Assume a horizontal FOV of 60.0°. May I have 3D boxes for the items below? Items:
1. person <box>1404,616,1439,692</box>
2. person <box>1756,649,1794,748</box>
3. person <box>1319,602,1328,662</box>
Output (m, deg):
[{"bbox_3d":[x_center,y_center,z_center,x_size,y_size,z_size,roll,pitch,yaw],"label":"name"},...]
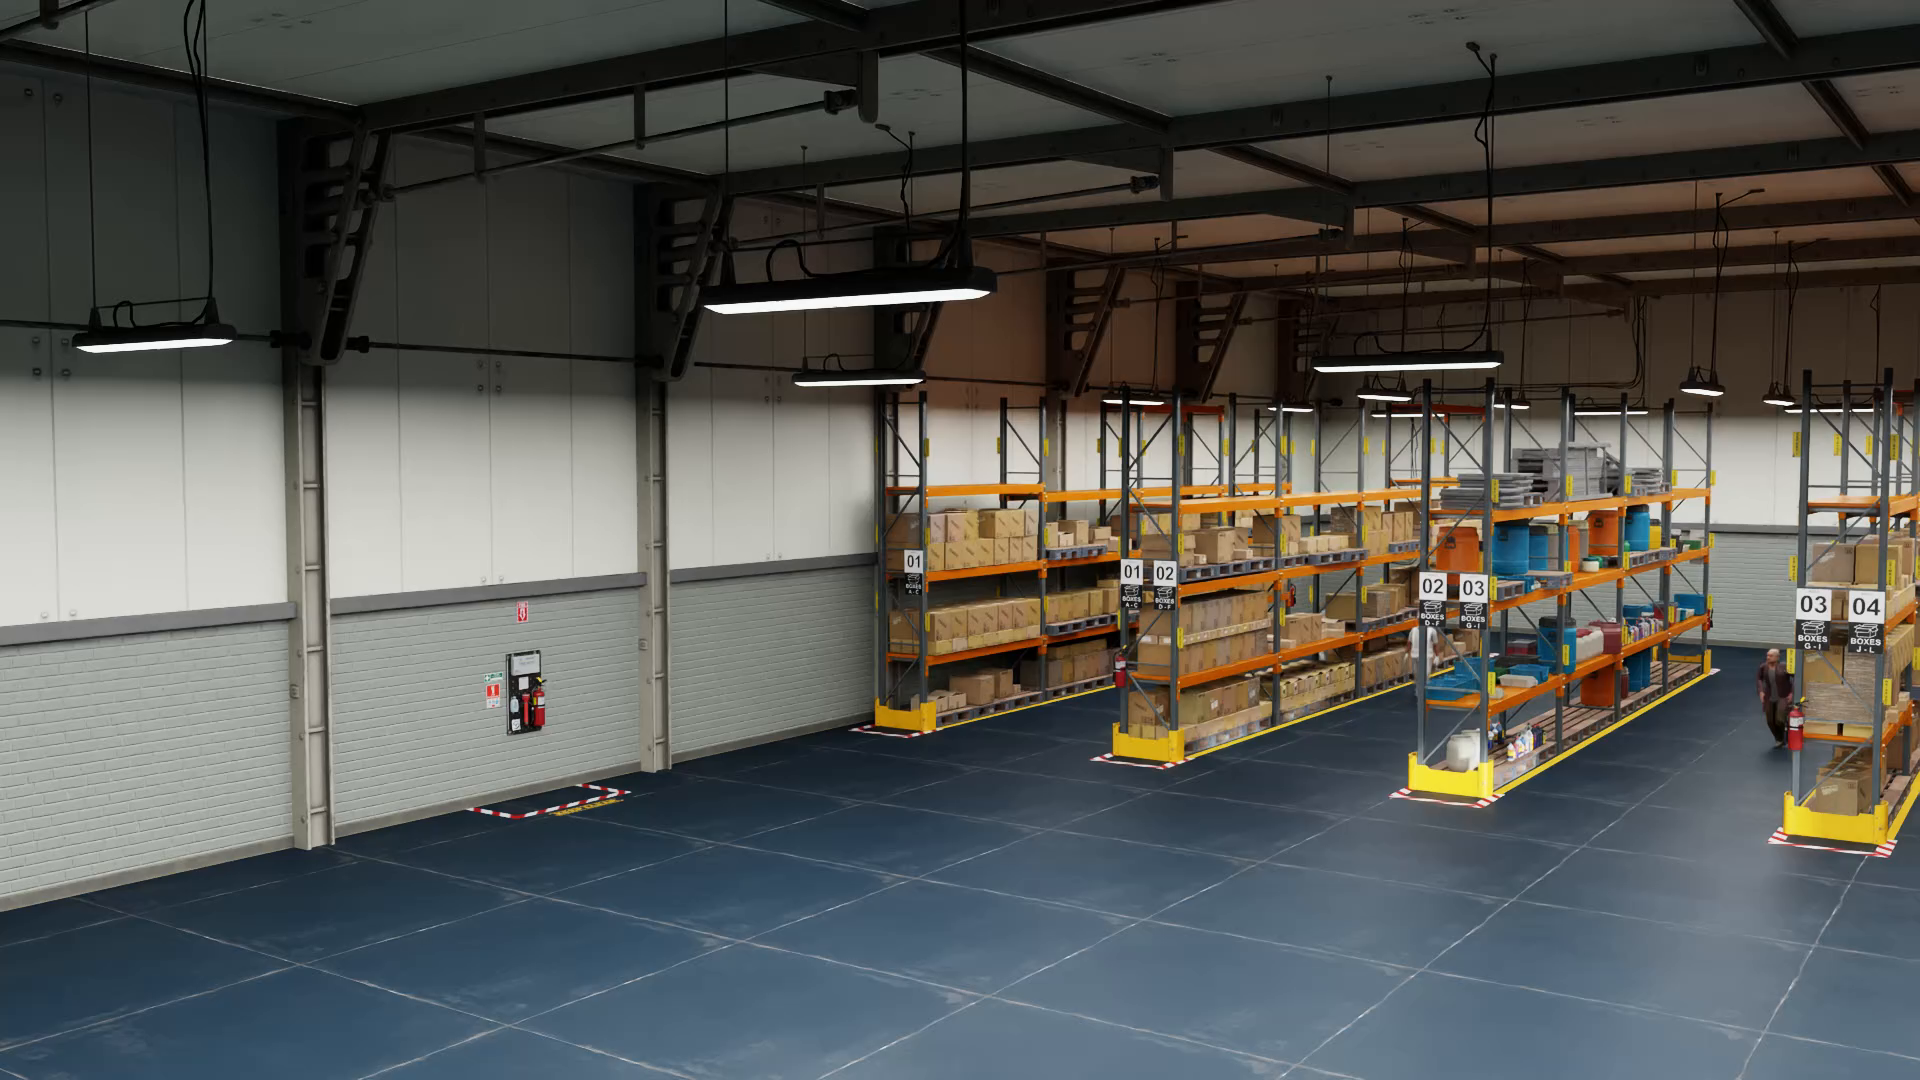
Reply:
[{"bbox_3d":[9.105,2.279,32.772,0.646,1.690,0.889,1,3,23],"label":"person"},{"bbox_3d":[13.639,2.643,27.664,0.751,1.666,0.637,3,4,43],"label":"person"},{"bbox_3d":[8.181,2.146,37.041,0.473,1.603,0.537,1,3,12],"label":"person"}]
